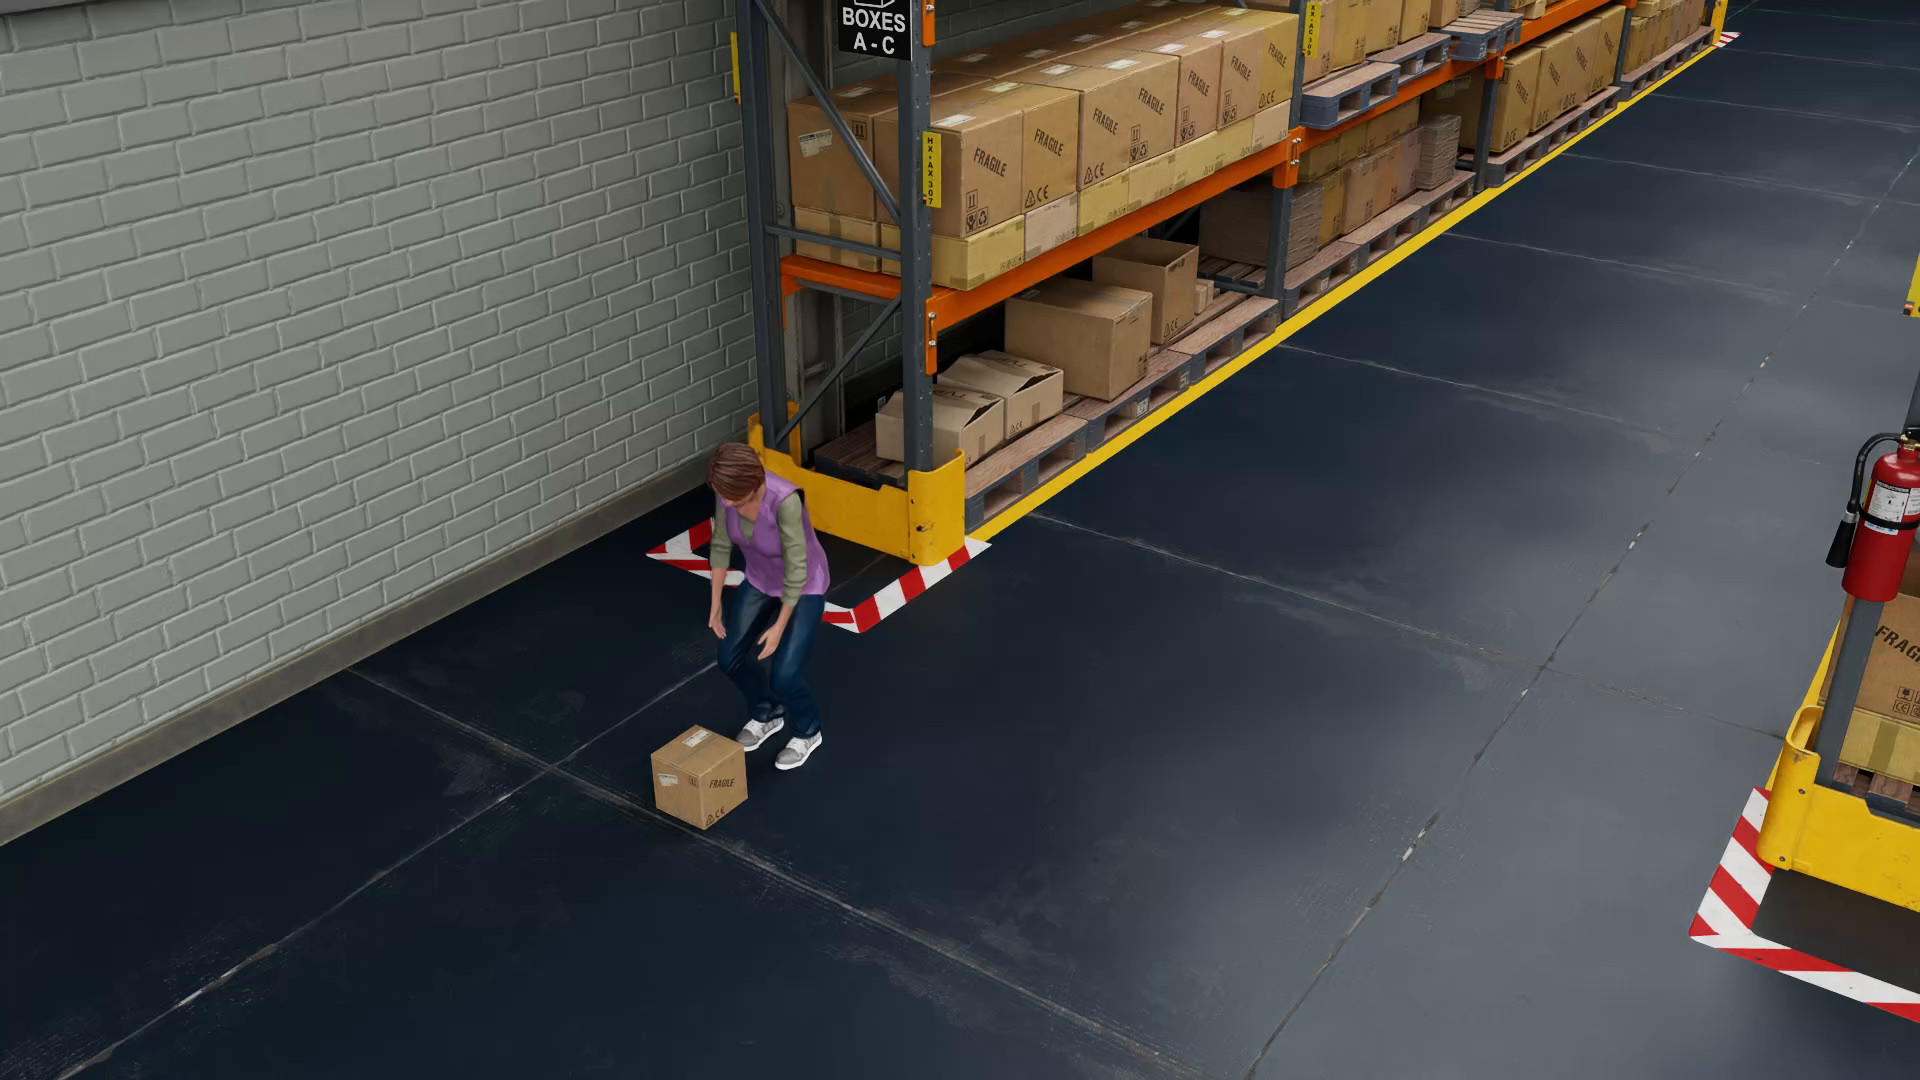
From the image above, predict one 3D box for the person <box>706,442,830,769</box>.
[{"bbox_3d":[-0.722,0.229,6.387,0.456,1.423,0.560,18,32,31],"label":"person"}]
